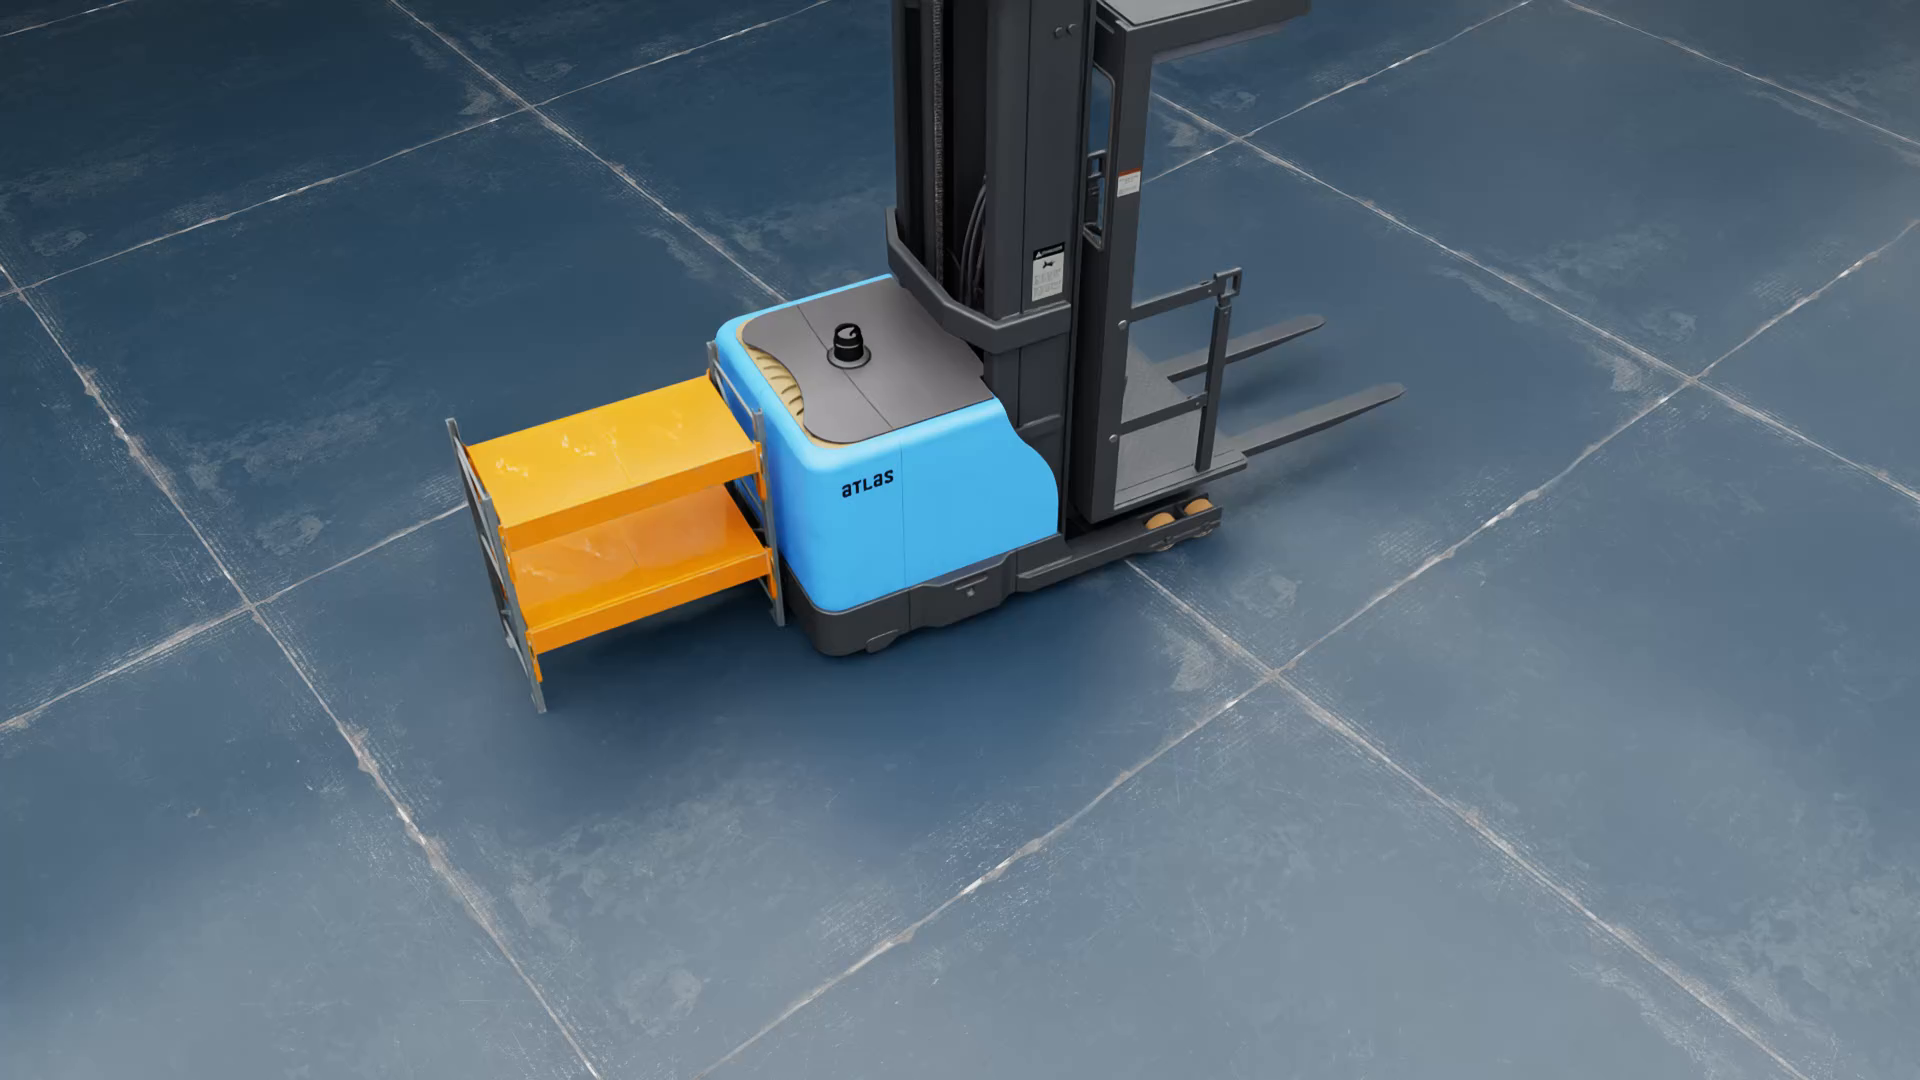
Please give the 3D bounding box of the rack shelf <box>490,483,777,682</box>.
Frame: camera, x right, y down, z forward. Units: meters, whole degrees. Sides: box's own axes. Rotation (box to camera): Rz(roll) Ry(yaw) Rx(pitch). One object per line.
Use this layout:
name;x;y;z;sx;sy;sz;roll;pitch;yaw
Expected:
rack shelf;-1.301;0.134;6.643;1.000;0.278;0.538;-20;47;-20

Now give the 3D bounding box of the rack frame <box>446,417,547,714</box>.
rack frame;-1.752;0.117;6.304;0.032;1.125;0.500;-20;47;-20

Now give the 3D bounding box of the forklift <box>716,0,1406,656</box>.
forklift;0.564;-1.323;6.518;3.031;2.935;1.130;-20;47;-20

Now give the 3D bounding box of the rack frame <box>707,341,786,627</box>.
rack frame;-0.850;-0.205;6.647;0.032;1.125;0.500;-20;47;-20

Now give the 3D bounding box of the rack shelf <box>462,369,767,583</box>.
rack shelf;-1.301;-0.257;6.275;1.000;0.278;0.538;-20;47;-20

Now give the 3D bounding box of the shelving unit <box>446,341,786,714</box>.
shelving unit;-1.301;-0.044;6.475;1.048;1.125;0.538;-20;47;-20
